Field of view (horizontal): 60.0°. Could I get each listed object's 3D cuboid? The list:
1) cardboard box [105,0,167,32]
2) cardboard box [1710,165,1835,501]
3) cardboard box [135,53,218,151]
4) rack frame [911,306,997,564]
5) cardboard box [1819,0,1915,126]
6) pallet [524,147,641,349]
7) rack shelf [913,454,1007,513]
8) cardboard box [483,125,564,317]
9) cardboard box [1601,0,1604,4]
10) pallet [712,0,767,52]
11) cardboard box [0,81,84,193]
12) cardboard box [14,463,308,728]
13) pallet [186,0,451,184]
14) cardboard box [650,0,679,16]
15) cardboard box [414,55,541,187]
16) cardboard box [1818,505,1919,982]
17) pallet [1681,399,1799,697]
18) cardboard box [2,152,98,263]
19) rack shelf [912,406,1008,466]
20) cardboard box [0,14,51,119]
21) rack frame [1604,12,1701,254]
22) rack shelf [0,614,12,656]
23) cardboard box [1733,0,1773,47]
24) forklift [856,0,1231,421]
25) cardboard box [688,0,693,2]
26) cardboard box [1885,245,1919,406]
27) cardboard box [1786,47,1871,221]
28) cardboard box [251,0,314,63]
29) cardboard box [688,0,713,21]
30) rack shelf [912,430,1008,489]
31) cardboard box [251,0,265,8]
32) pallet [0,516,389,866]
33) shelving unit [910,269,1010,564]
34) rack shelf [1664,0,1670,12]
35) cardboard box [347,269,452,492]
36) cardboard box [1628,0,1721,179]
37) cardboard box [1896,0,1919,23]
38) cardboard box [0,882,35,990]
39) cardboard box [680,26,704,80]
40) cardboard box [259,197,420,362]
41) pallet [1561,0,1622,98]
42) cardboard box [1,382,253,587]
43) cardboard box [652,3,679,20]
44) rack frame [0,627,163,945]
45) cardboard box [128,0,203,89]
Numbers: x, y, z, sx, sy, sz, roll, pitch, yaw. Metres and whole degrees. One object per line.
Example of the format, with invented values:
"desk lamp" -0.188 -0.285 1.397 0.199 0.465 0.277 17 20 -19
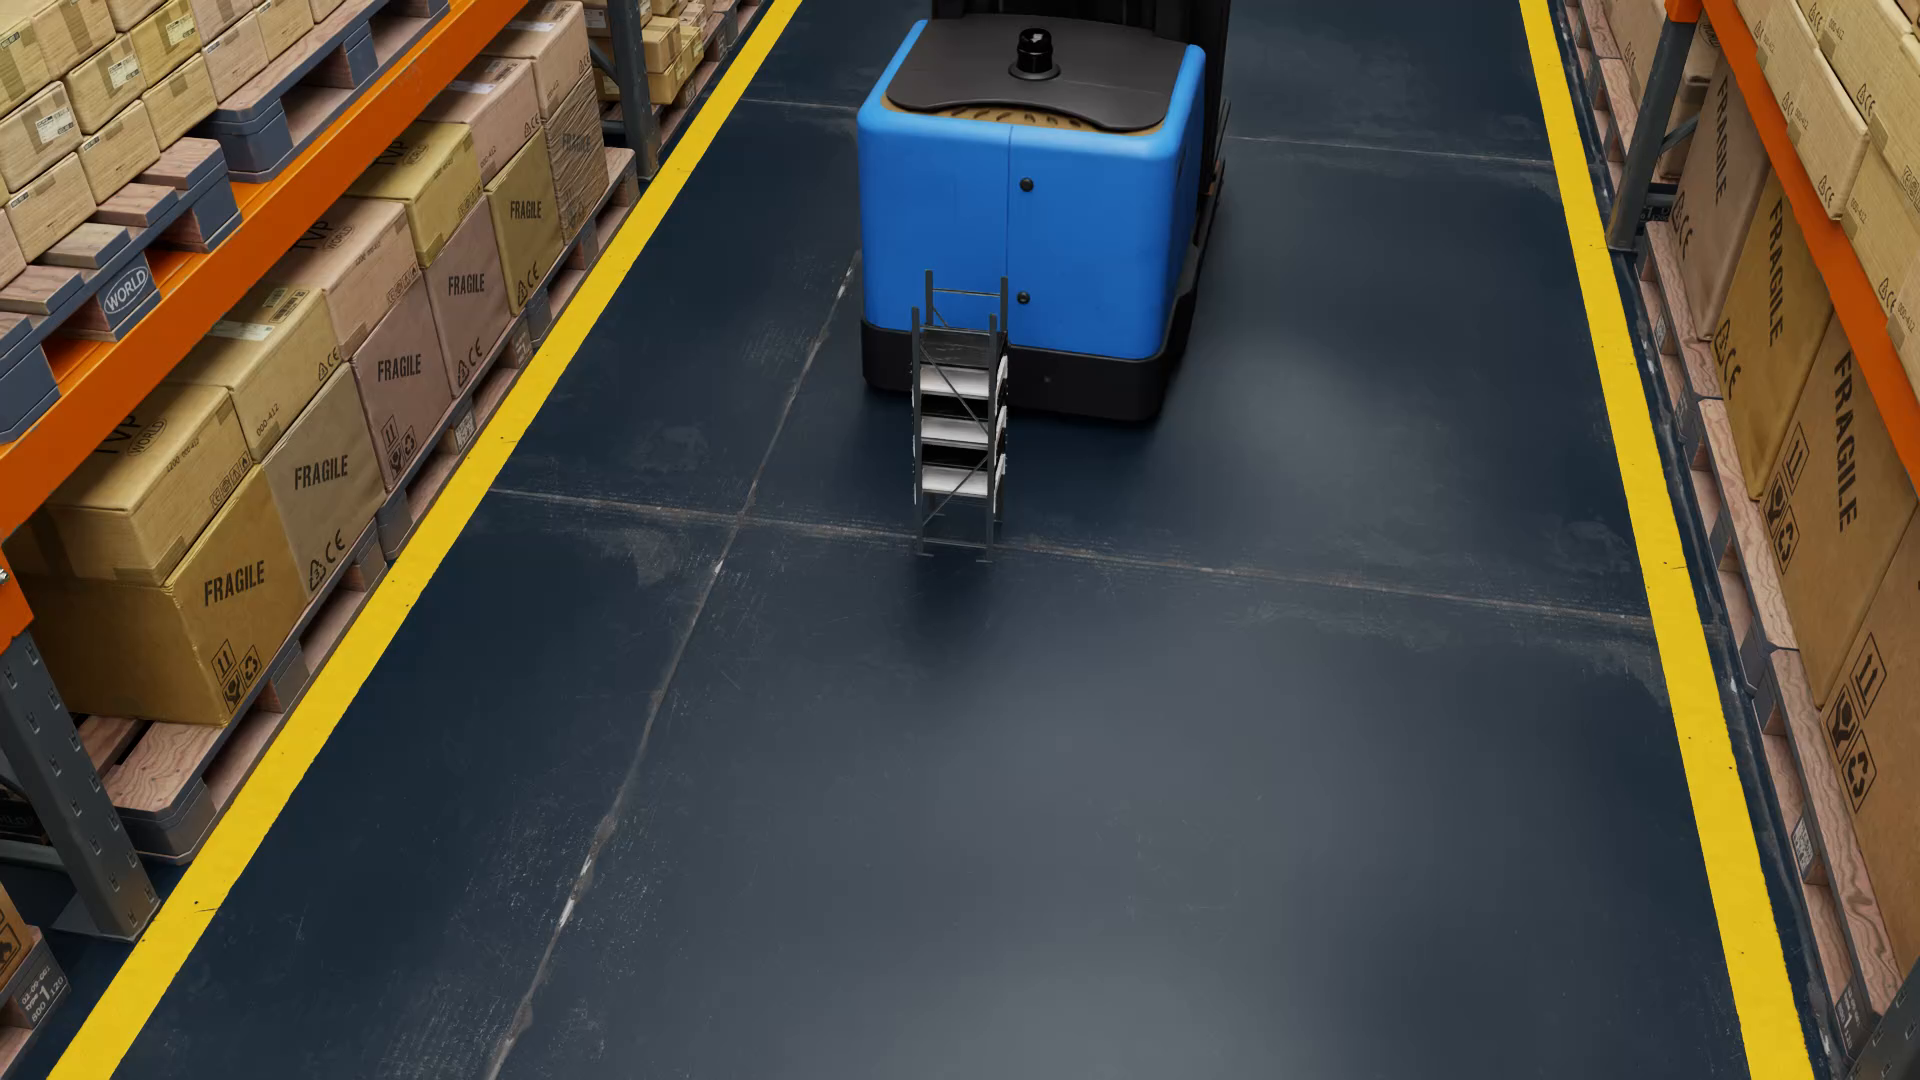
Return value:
"cardboard box" -2.085 -1.315 3.888 0.380 0.149 0.250 5 40 6
"cardboard box" 2.915 -0.669 5.043 0.875 0.875 0.875 7 40 9
"cardboard box" -2.079 -1.095 4.088 0.380 0.149 0.250 8 40 10
"rack frame" -0.016 -0.288 4.892 0.240 0.900 0.006 6 40 8
"cardboard box" 2.476 -1.220 4.097 0.500 0.250 0.500 5 40 6
"pallet" -1.934 -1.211 6.549 1.003 0.211 1.213 6 40 8
"rack shelf" 0.001 -0.187 5.105 0.258 0.077 0.200 6 40 8
"cardboard box" -1.770 -1.159 5.929 0.500 0.500 0.500 6 40 7
"cardboard box" 3.618 -2.976 8.177 0.875 0.438 0.875 7 40 9
"pallet" -1.511 -2.893 8.583 1.003 0.211 1.213 6 40 8
"cardboard box" -2.167 -0.895 3.613 0.380 0.149 0.250 8 40 10
"cardboard box" -2.120 0.122 4.381 0.500 0.500 0.500 5 40 6
"pallet" -2.191 -1.437 4.784 1.003 0.211 1.213 6 40 8
"cardboard box" -1.431 -2.426 7.271 0.380 0.149 0.250 8 40 10
"cardboard box" -1.783 -1.445 5.688 0.500 0.250 0.500 8 40 10
"cardboard box" 2.601 0.451 3.688 0.875 0.875 0.875 6 40 7
"pallet" 2.824 0.043 5.032 1.003 0.211 1.213 6 40 8
"cardboard box" -2.170 -0.756 3.678 0.380 0.149 0.250 8 40 10
"rack shelf" 0.001 -0.326 4.991 0.258 0.077 0.200 6 40 8
"cardboard box" -2.178 -0.996 3.501 0.380 0.149 0.250 5 40 6
"rack frame" 3.092 -2.292 5.668 1.000 3.000 0.127 6 40 8
"rack shelf" -2.839 1.269 1.926 1.077 0.370 4.000 6 40 8
"cardboard box" 2.668 -1.662 5.024 0.500 0.250 0.500 5 40 7
"forklift" 0.492 -2.477 5.946 1.130 2.935 3.031 8 40 10
"cardboard box" -1.411 -2.639 7.762 0.380 0.149 0.250 4 40 5
"cardboard box" 2.304 -0.392 3.488 0.500 0.250 0.500 7 40 8
"cardboard box" 2.468 -1.030 4.259 0.500 0.250 0.500 6 40 7
"cardboard box" -1.989 -1.420 4.481 0.380 0.149 0.250 7 40 8
"cardboard box" -1.389 -2.524 7.857 0.380 0.149 0.250 6 40 7
"rack shelf" 0.001 -0.257 5.048 0.258 0.077 0.200 6 40 8
"cardboard box" -1.990 -1.533 4.384 0.380 0.149 0.250 6 40 7
"pallet" -2.357 0.321 4.697 1.003 0.211 1.213 6 40 8
"shelving unit" 0.001 -0.352 4.969 0.258 0.900 0.210 6 40 8
"rack shelf" 3.438 -3.270 7.415 1.077 0.370 4.000 6 40 8
"cardboard box" -1.952 -0.517 5.153 0.500 0.500 0.500 5 40 7
"cardboard box" 3.306 -1.848 6.813 0.875 0.438 0.875 6 40 7
"cardboard box" 2.499 -1.509 3.858 0.500 0.500 0.500 6 40 7
"cardboard box" -2.687 0.814 3.348 1.050 0.750 0.750 6 40 7
"cardboard box" -1.375 -2.197 7.462 0.380 0.149 0.250 8 40 9
"cardboard box" -1.949 -0.785 4.889 0.500 0.250 0.500 7 40 8
"pallet" 3.509 -2.454 8.052 1.003 0.211 1.213 6 40 8
"cardboard box" -2.135 -0.157 4.130 0.500 0.250 0.500 5 40 6
"cardboard box" -1.468 -2.313 7.368 0.380 0.149 0.250 7 40 8
"rack frame" -2.493 -0.264 3.215 1.000 3.000 0.127 6 40 8
"cardboard box" -2.081 -1.221 4.007 0.380 0.149 0.250 7 40 8
